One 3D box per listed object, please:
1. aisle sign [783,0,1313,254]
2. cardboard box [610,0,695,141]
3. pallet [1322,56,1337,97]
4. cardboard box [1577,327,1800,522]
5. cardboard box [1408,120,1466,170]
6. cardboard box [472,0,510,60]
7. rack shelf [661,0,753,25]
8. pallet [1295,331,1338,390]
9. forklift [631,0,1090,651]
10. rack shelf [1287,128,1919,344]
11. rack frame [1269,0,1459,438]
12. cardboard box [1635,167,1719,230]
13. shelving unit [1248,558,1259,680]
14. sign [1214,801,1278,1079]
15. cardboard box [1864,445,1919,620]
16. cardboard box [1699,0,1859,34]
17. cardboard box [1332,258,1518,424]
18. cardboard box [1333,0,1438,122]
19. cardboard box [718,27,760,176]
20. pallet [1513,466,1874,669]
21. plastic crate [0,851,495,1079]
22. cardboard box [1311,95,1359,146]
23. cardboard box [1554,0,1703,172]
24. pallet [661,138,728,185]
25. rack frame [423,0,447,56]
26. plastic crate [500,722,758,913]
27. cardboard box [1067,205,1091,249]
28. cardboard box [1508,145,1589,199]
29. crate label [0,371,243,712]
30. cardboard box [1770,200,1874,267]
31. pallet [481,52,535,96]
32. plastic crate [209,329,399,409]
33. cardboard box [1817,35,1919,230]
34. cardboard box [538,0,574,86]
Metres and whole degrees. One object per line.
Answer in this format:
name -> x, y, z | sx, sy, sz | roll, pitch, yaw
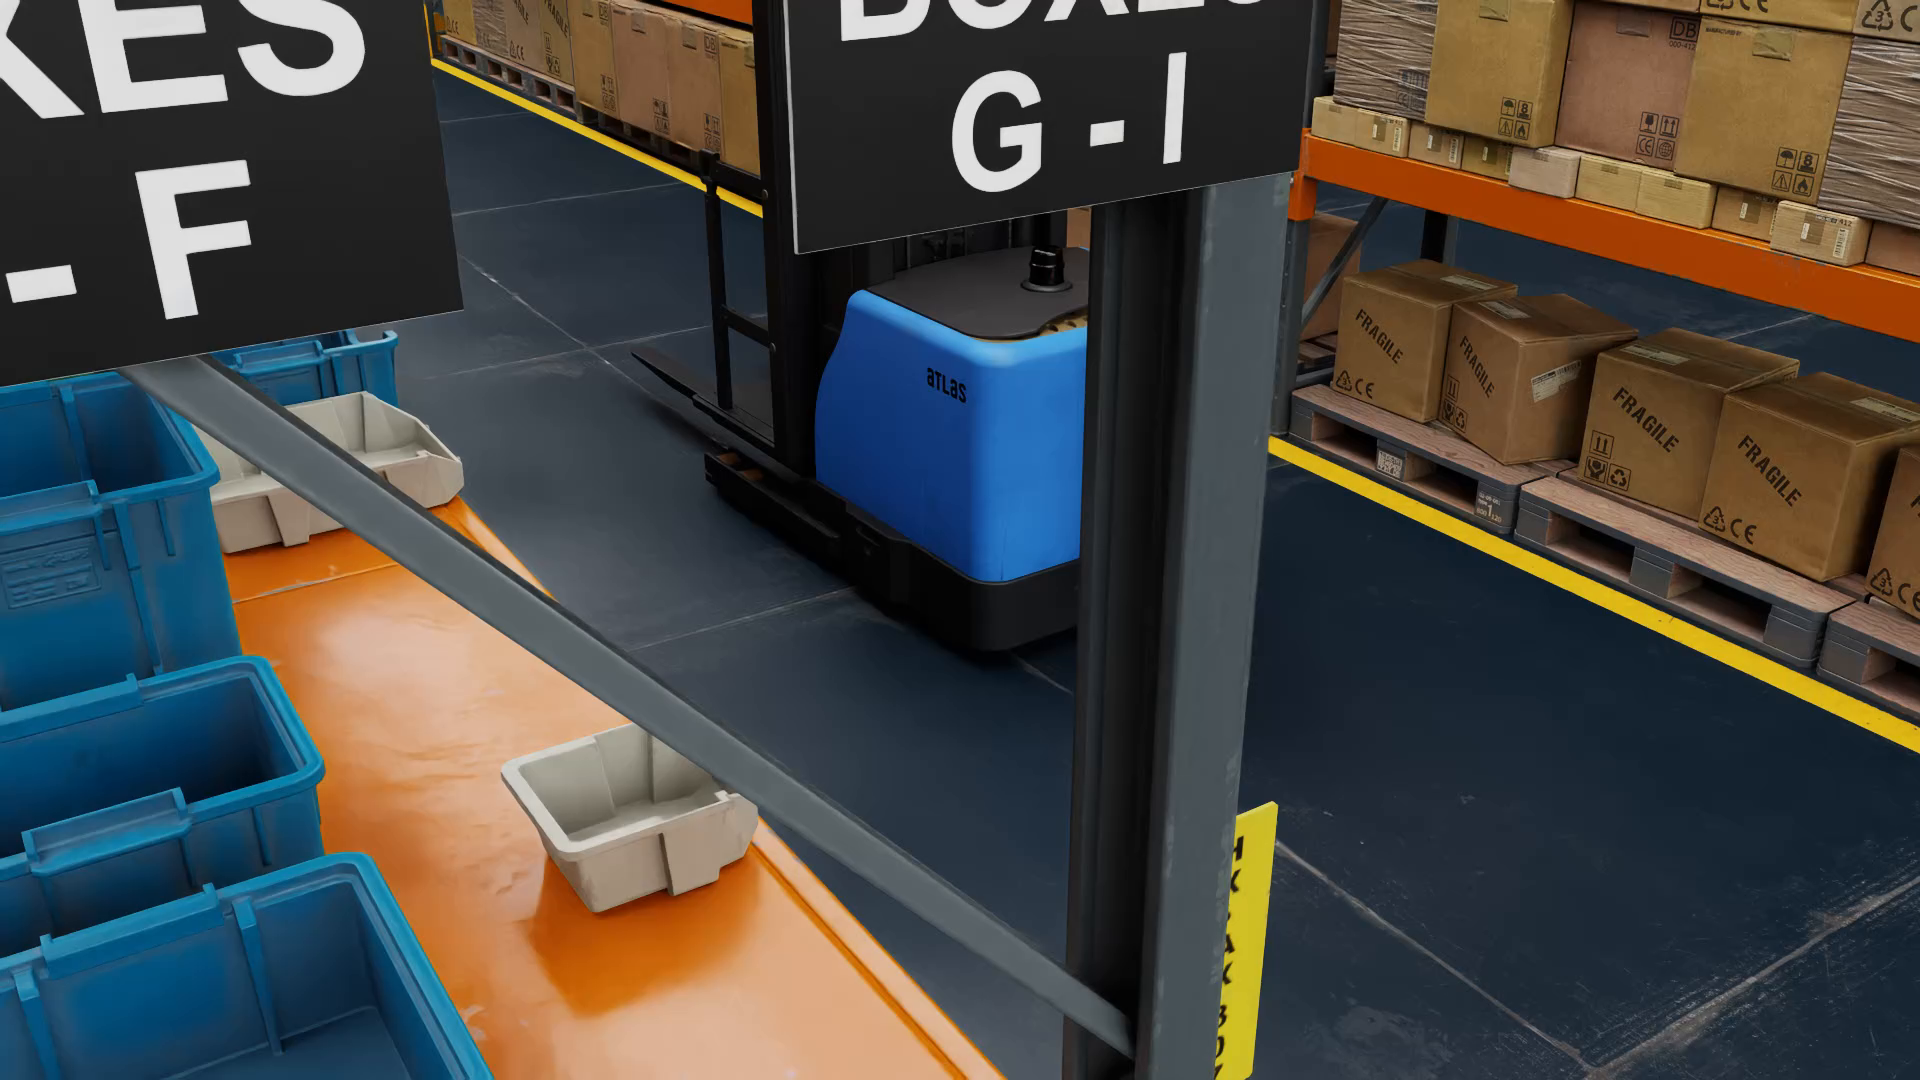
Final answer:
aisle sign -> 0.070, -0.568, 0.894 | 0.394, 0.787, 0.004 | -16, 29, -30
cardboard box -> -1.761, -3.482, 12.109 | 1.225, 0.875, 0.875 | -17, 30, -31
pallet -> 1.456, -2.155, 7.527 | 1.003, 0.211, 1.213 | -16, 29, -30
cardboard box -> 2.660, -0.435, 6.094 | 0.500, 0.500, 0.500 | -19, 31, -34
cardboard box -> 1.902, -1.499, 6.206 | 0.380, 0.149, 0.250 | -16, 29, -30
cardboard box -> -3.886, -4.920, 15.156 | 0.875, 0.875, 0.875 | -16, 29, -30
rack shelf -> -1.524, -3.756, 11.535 | 1.077, 0.370, 4.000 | -16, 29, -30
pallet -> 1.325, -0.952, 8.019 | 1.003, 0.211, 1.213 | -16, 29, -30
forklift -> -0.358, -1.544, 6.088 | 1.130, 2.935, 3.031 | -17, 30, -31
rack shelf -> 2.843, -0.894, 5.473 | 1.077, 0.370, 4.000 | -16, 29, -30
rack frame -> 1.751, -1.935, 6.835 | 1.000, 3.000, 0.127 | -16, 29, -30
cardboard box -> 2.447, -1.141, 5.447 | 0.380, 0.149, 0.250 | -16, 29, -30
shelving unit -> 0.670, -0.141, 5.142 | 0.258, 1.200, 0.503 | -17, 30, -31
sign -> 0.248, 0.398, 1.569 | 0.100, 0.325, 0.005 | -16, 29, -30
cardboard box -> 3.253, 0.003, 5.166 | 0.500, 0.500, 0.500 | -8, 26, -16
cardboard box -> 2.613, -1.813, 4.940 | 0.500, 0.500, 0.500 | -16, 29, -30
cardboard box -> 1.936, -0.842, 6.956 | 0.500, 0.500, 0.500 | -17, 30, -31
cardboard box -> 1.945, -1.939, 6.379 | 0.875, 0.500, 0.500 | -16, 29, -30
cardboard box -> -0.792, -2.846, 10.763 | 1.225, 0.875, 0.875 | -17, 30, -32
pallet -> 2.818, -0.005, 6.014 | 1.003, 0.211, 1.213 | -16, 29, -30
plastic crate -> -0.739, 0.608, 1.623 | 0.499, 0.251, 0.616 | -16, 29, -30
cardboard box -> 1.617, -1.674, 6.577 | 0.380, 0.149, 0.250 | -16, 29, -30
cardboard box -> 2.546, -1.597, 5.653 | 0.875, 0.500, 0.500 | -16, 29, -30
pallet -> -1.462, -2.840, 12.019 | 1.003, 0.211, 1.213 | -16, 29, -30
rack frame -> -4.800, -6.227, 15.927 | 1.000, 3.000, 0.127 | -16, 29, -30
plastic crate -> -0.434, 0.374, 2.252 | 0.298, 0.136, 0.250 | -16, 29, -30
cardboard box -> 0.884, -1.603, 8.545 | 0.700, 0.500, 0.500 | -18, 31, -34
cardboard box -> 2.148, -1.313, 5.811 | 0.380, 0.149, 0.250 | -16, 29, -30
crate label -> -1.446, 0.039, 2.613 | 0.502, 0.435, 0.616 | -16, 29, -30
cardboard box -> 2.699, -0.956, 5.057 | 0.380, 0.149, 0.250 | -16, 29, -30
pallet -> -3.636, -4.262, 15.032 | 1.003, 0.211, 1.213 | -16, 29, -30
plastic crate -> -1.567, -0.381, 3.717 | 0.499, 0.251, 0.616 | -16, 29, -30
cardboard box -> 3.047, -1.227, 4.870 | 0.875, 0.500, 0.500 | -16, 29, -30
cardboard box -> -2.909, -4.280, 13.800 | 0.875, 0.875, 0.875 | -16, 29, -30
